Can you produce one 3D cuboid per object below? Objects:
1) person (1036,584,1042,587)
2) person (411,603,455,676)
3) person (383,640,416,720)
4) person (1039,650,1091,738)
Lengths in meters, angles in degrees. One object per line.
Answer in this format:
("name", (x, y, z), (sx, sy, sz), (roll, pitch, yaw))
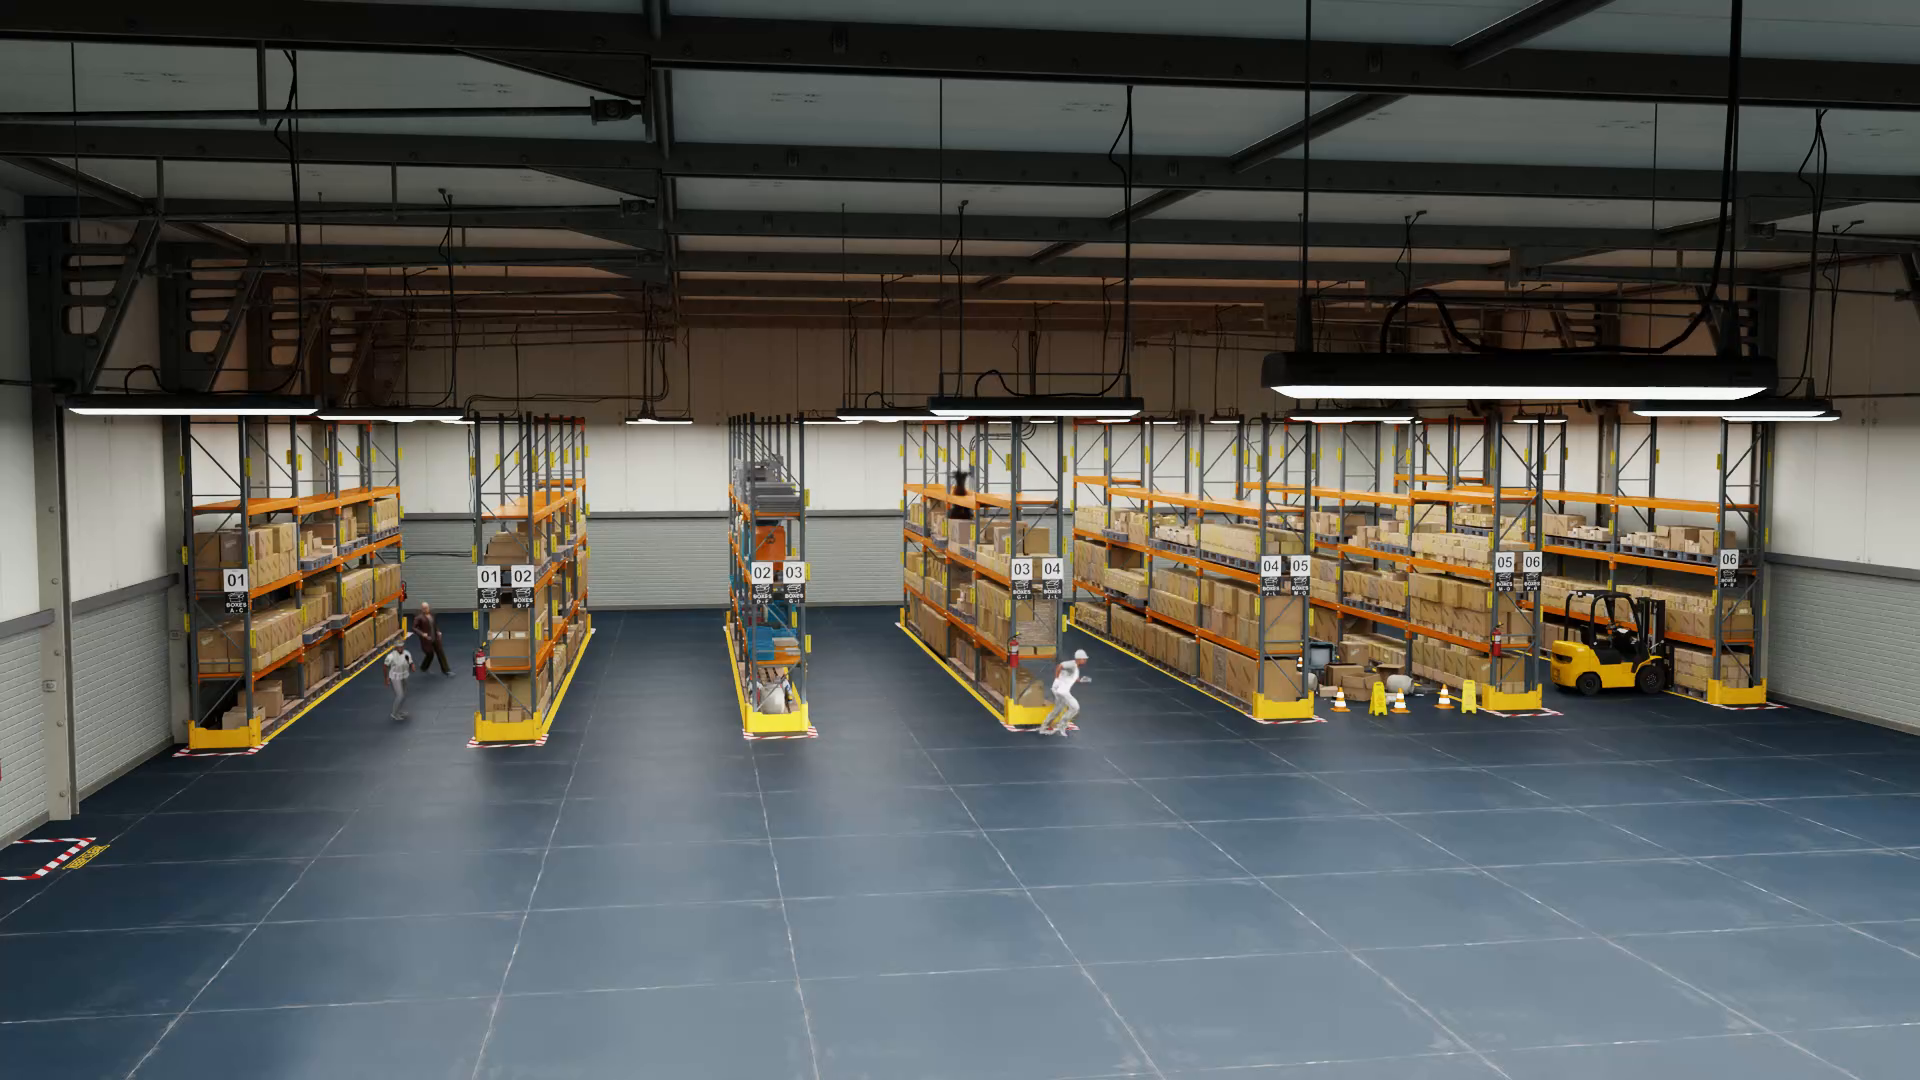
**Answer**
("person", (2.364, 1.474, 49.503), (0.679, 1.769, 0.740), (1, 4, 11))
("person", (-12.083, 2.268, 37.772), (0.984, 1.706, 0.769), (3, 5, 35))
("person", (-10.940, 2.745, 32.611), (0.812, 1.644, 0.606), (2, 5, 31))
("person", (1.919, 2.834, 30.564), (0.971, 1.646, 0.725), (1, 4, 14))
